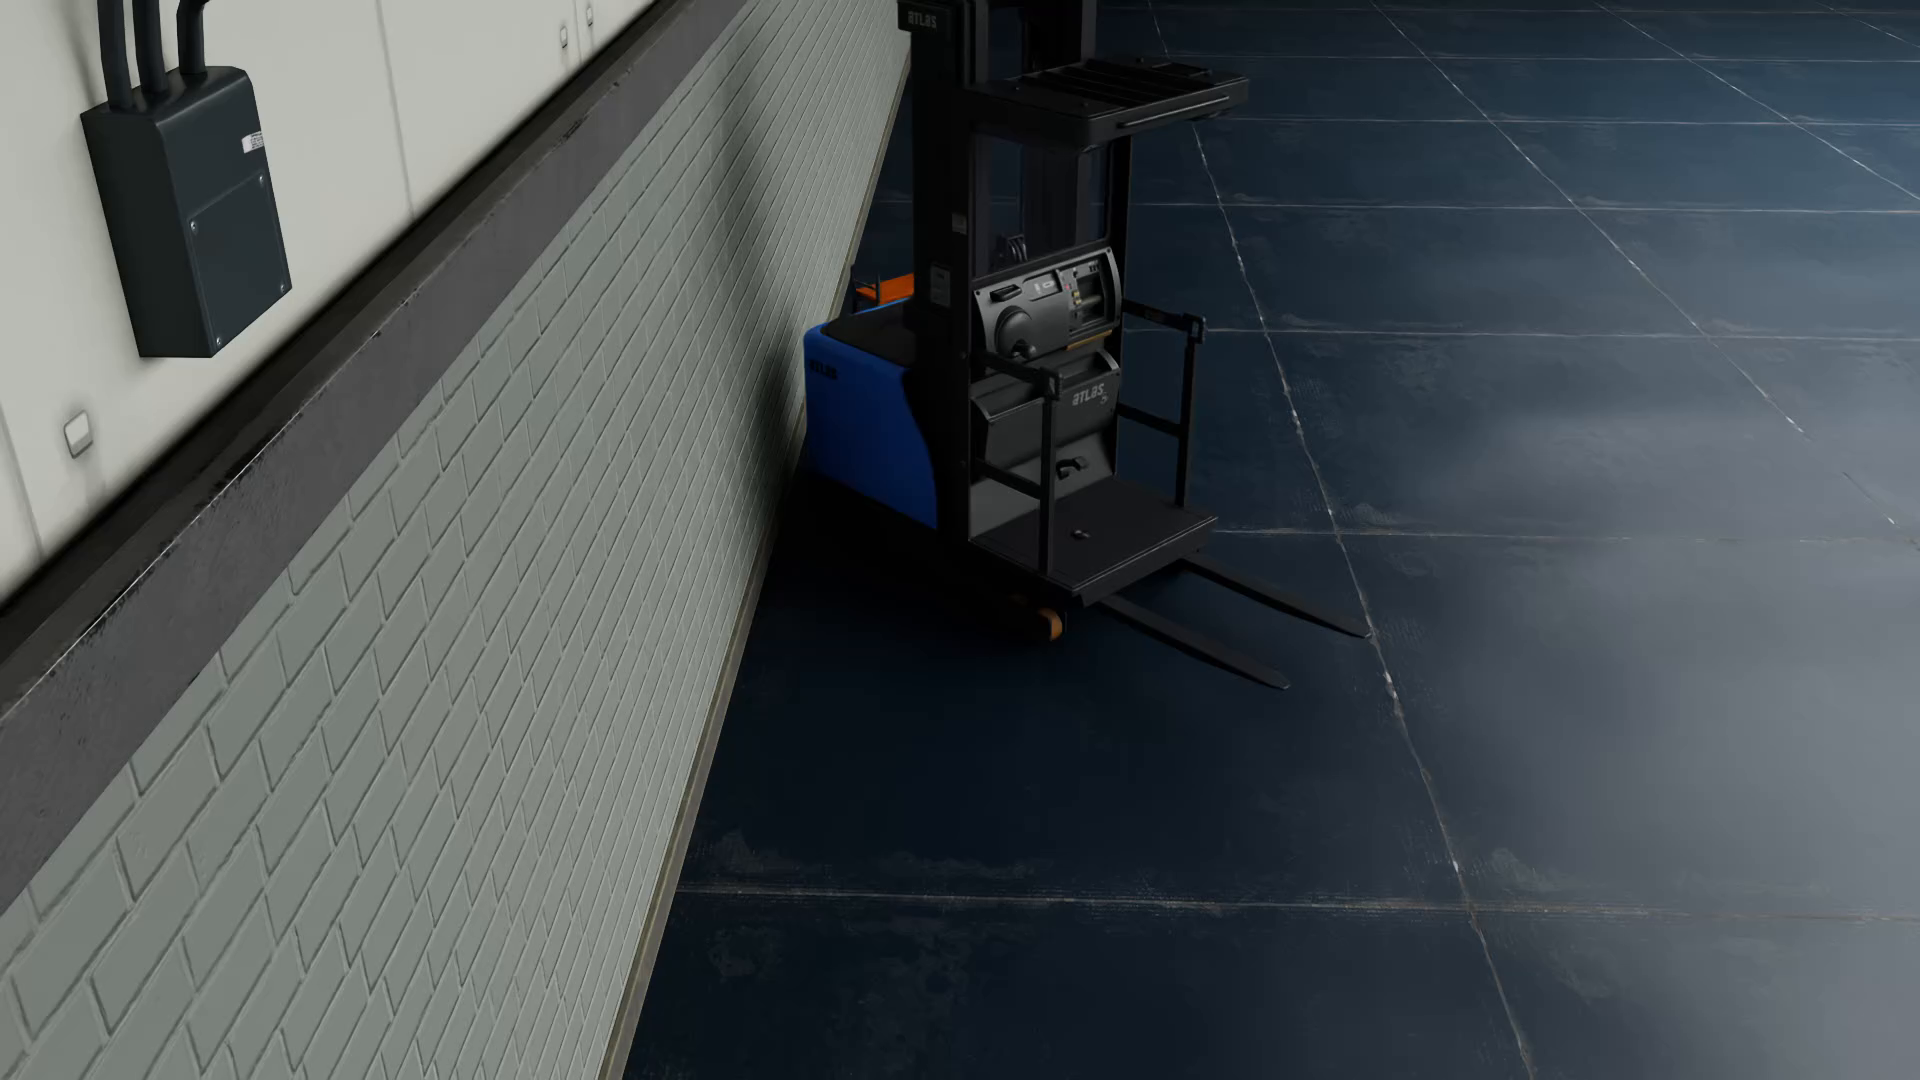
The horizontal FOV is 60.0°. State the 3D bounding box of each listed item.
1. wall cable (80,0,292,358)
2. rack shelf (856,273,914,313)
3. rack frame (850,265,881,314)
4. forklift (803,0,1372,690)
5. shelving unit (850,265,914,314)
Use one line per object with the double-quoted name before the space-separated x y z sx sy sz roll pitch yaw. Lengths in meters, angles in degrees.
"wall cable" -1.083 -3.456 2.030 0.169 6.003 2.305 1 28 2
"rack shelf" -0.325 -1.338 9.154 0.480 0.148 0.258 -22 35 -36
"rack frame" -0.509 -0.916 9.196 0.015 1.200 0.240 -22 35 -36
"forklift" 0.566 -1.082 7.661 1.130 2.935 3.031 -24 36 -38
"shelving unit" -0.325 -0.991 9.338 0.503 1.200 0.258 -22 35 -36
